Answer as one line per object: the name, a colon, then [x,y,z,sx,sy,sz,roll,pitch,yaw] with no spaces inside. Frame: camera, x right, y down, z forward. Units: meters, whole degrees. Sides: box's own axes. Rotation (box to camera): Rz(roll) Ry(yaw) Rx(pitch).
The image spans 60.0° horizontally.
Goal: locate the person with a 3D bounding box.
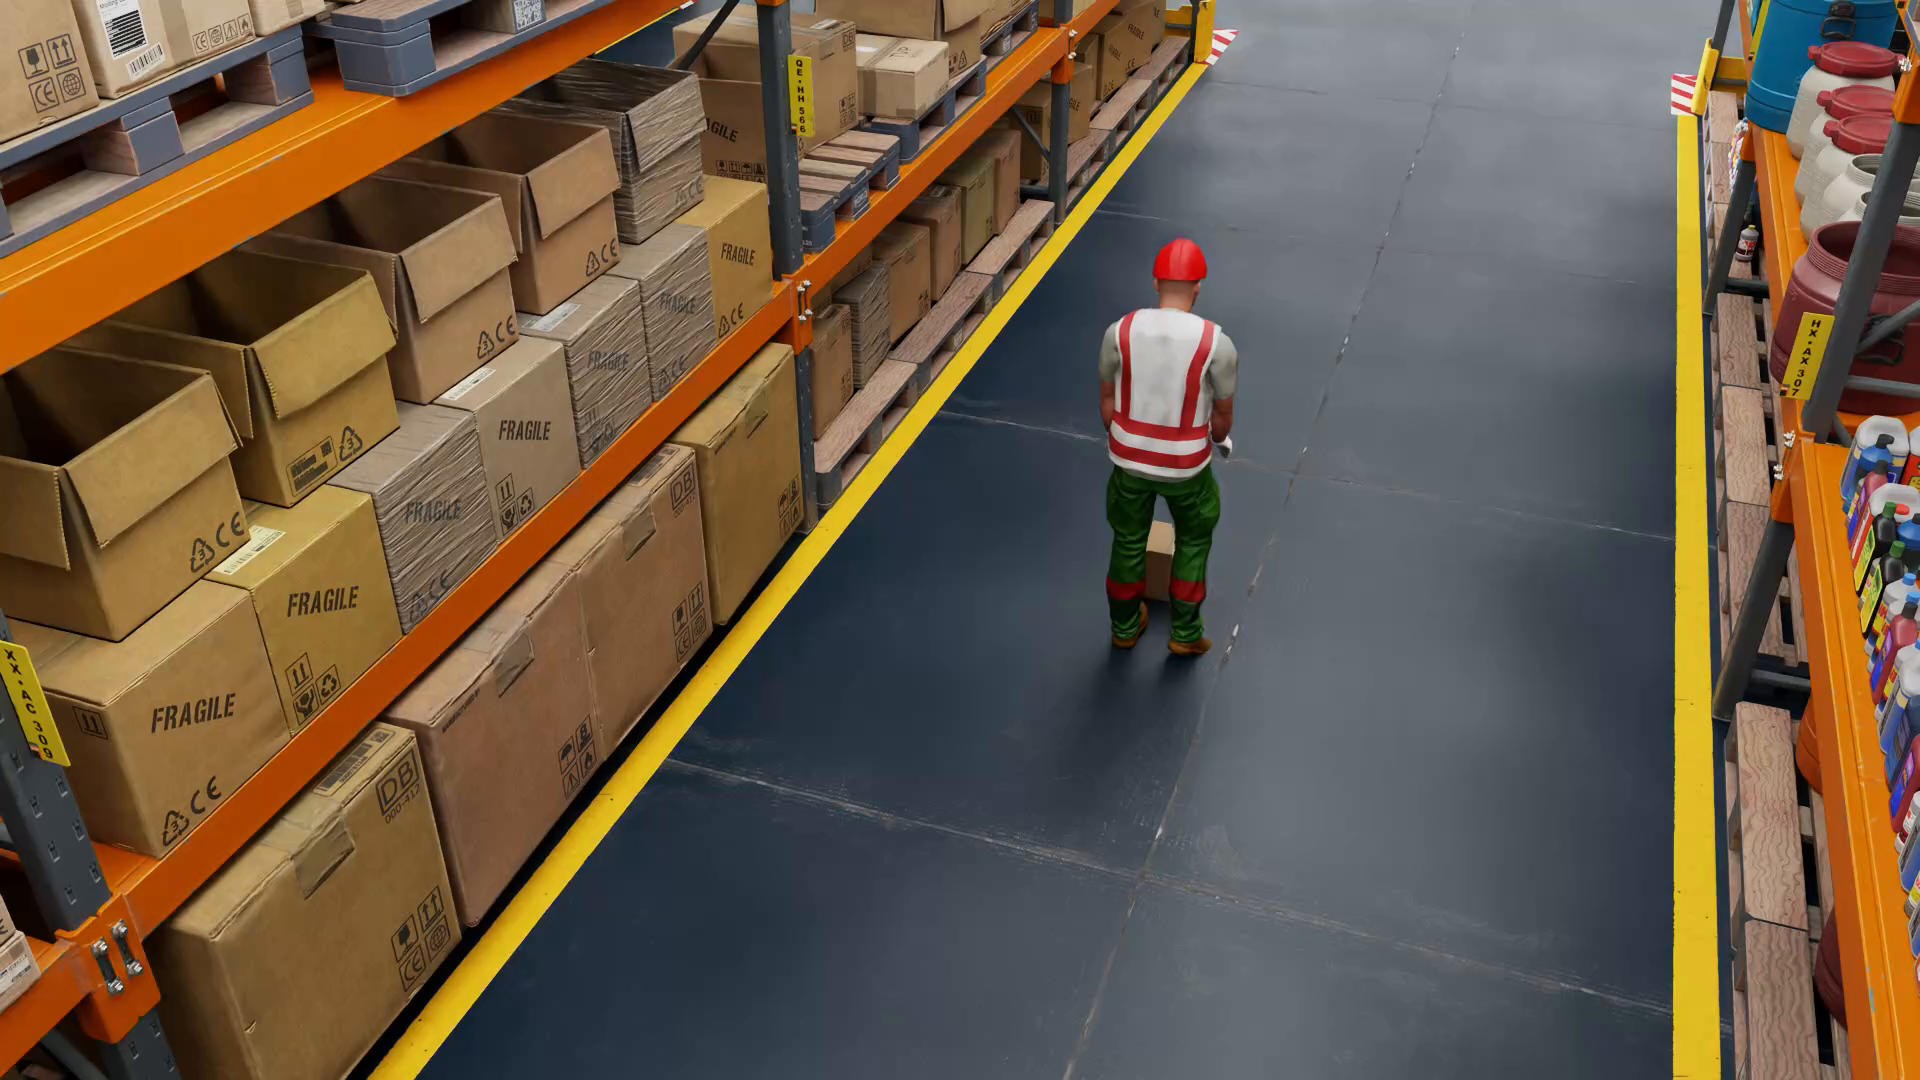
person: [0.817,-0.317,6.657,0.546,1.850,0.472,11,34,16]
